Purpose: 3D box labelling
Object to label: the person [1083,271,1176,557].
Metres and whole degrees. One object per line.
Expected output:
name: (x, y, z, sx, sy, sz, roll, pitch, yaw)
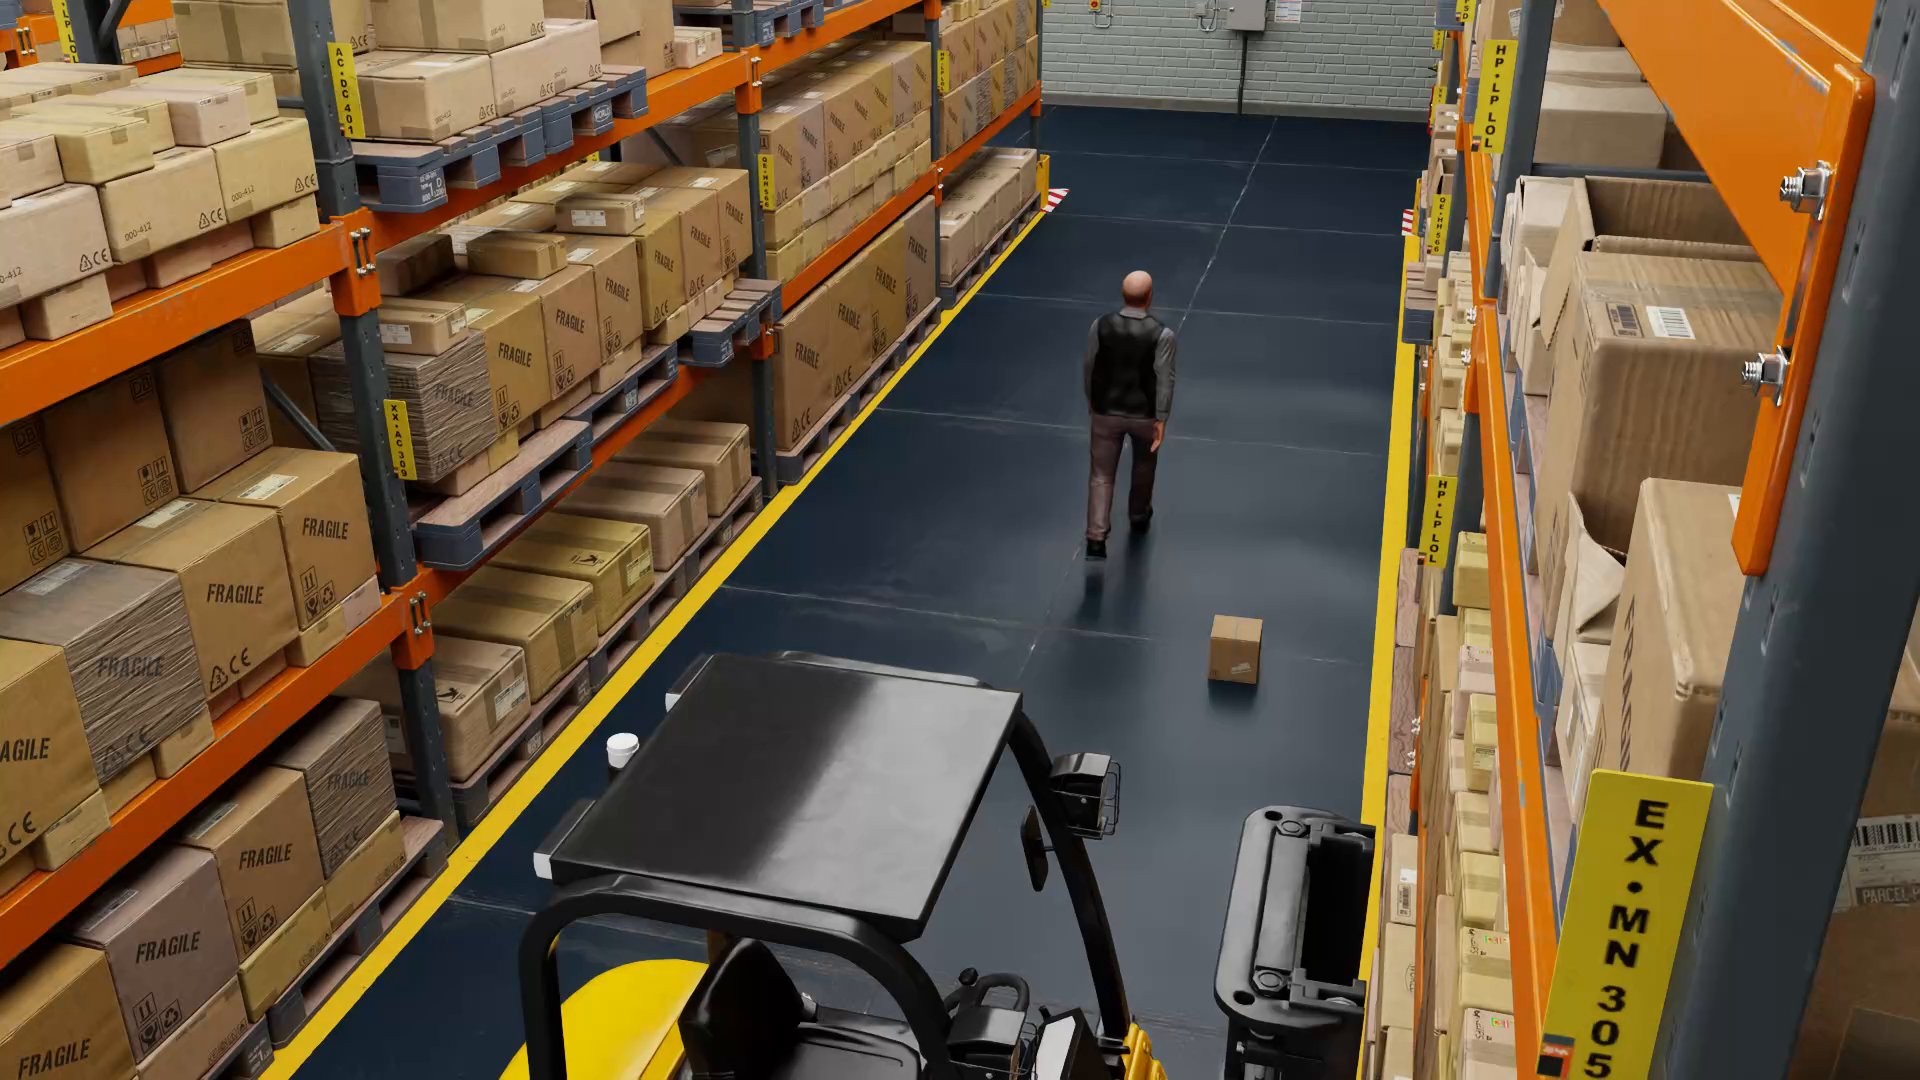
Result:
person: (0.972, -0.736, 9.706, 0.543, 1.677, 1.020, 5, 26, 10)
